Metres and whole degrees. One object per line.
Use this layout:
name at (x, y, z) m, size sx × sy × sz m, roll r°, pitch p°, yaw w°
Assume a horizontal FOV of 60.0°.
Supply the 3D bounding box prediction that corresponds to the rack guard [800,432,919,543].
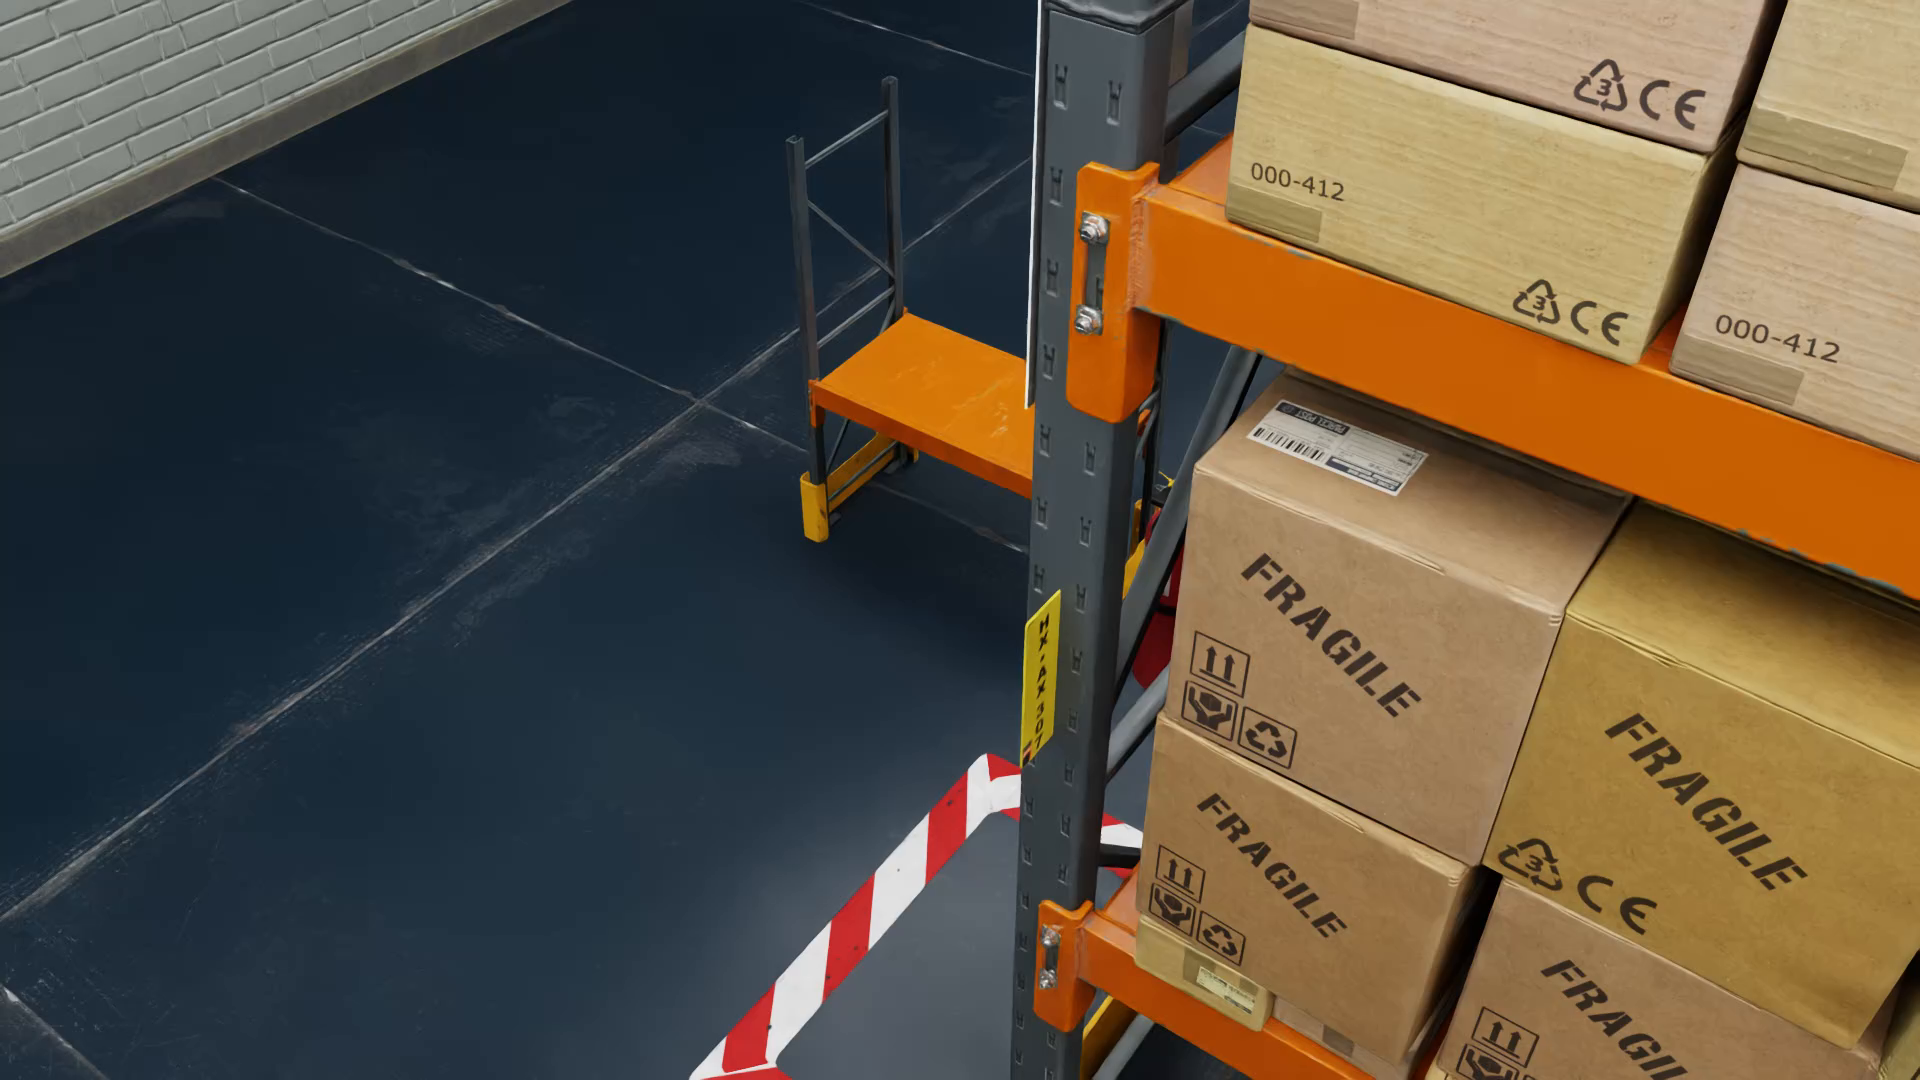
rack guard at (-0.345, -0.255, 5.847) m, size 0.087 × 0.250 × 0.587 m, roll 25°, pitch 48°, yaw 25°

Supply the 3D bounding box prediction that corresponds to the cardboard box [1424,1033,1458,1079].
cardboard box at (0.937, 0.851, 2.738) m, size 0.250 × 0.149 × 0.380 m, roll 24°, pitch 47°, yaw 24°

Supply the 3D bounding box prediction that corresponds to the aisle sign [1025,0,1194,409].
aisle sign at (0.206, -0.586, 2.206) m, size 0.004 × 0.787 × 0.394 m, roll 25°, pitch 48°, yaw 25°

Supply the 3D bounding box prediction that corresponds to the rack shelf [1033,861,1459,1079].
rack shelf at (2.076, 1.281, 2.609) m, size 4.000 × 0.370 × 1.077 m, roll 25°, pitch 48°, yaw 25°

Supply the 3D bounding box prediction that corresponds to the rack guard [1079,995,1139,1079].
rack guard at (0.501, 1.208, 4.025) m, size 0.348 × 0.500 × 1.175 m, roll 25°, pitch 48°, yaw 25°

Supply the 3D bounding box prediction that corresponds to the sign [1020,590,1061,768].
sign at (0.127, 0.221, 2.605) m, size 0.005 × 0.325 × 0.100 m, roll 25°, pitch 48°, yaw 25°

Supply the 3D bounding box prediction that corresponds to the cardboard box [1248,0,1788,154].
cardboard box at (0.657, -0.687, 1.757) m, size 0.500 × 0.250 × 0.500 m, roll 26°, pitch 48°, yaw 26°

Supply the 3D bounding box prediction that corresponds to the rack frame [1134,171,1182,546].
rack frame at (0.486, -0.332, 4.996) m, size 0.032 × 1.500 × 0.500 m, roll 25°, pitch 48°, yaw 25°

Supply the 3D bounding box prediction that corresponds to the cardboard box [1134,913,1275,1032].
cardboard box at (0.515, 0.644, 2.970) m, size 0.250 × 0.149 × 0.380 m, roll 25°, pitch 47°, yaw 25°

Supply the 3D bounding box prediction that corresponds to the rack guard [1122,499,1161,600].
rack guard at (0.470, 0.127, 5.421) m, size 0.087 × 0.250 × 0.587 m, roll 25°, pitch 48°, yaw 25°

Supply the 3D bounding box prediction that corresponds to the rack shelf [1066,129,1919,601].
rack shelf at (2.076, 0.163, 1.608) m, size 4.000 × 0.370 × 1.077 m, roll 25°, pitch 48°, yaw 25°

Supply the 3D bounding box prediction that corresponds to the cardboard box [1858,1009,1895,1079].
cardboard box at (1.494, 0.807, 2.300) m, size 0.500 × 0.500 × 0.500 m, roll 26°, pitch 48°, yaw 26°

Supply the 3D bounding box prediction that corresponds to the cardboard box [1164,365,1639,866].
cardboard box at (0.654, 0.043, 2.404) m, size 0.500 × 0.500 × 0.500 m, roll 25°, pitch 47°, yaw 25°

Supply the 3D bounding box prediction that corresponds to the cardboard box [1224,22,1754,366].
cardboard box at (0.659, -0.503, 1.926) m, size 0.500 × 0.250 × 0.500 m, roll 27°, pitch 48°, yaw 27°

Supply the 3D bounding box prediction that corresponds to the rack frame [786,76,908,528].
rack frame at (-0.346, -0.721, 5.431) m, size 0.032 × 1.500 × 0.500 m, roll 25°, pitch 48°, yaw 25°

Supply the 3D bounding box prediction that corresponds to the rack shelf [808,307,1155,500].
rack shelf at (0.070, -0.392, 5.333) m, size 1.000 × 0.185 × 0.538 m, roll 25°, pitch 48°, yaw 25°

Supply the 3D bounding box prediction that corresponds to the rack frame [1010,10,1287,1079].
rack frame at (0.438, 0.247, 3.224) m, size 0.127 × 3.000 × 1.000 m, roll 25°, pitch 48°, yaw 25°

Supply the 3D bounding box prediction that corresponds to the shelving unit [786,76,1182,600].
shelving unit at (0.062, -0.530, 5.217) m, size 1.083 × 1.500 × 0.587 m, roll 25°, pitch 48°, yaw 25°

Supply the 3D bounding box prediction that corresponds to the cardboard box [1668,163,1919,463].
cardboard box at (1.088, -0.299, 1.698) m, size 0.500 × 0.250 × 0.500 m, roll 27°, pitch 48°, yaw 27°

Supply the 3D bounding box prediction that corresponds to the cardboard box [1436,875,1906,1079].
cardboard box at (1.100, 0.613, 2.518) m, size 0.500 × 0.500 × 0.500 m, roll 25°, pitch 48°, yaw 25°

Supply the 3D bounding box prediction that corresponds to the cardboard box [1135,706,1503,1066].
cardboard box at (0.647, 0.422, 2.731) m, size 0.500 × 0.500 × 0.500 m, roll 27°, pitch 49°, yaw 27°

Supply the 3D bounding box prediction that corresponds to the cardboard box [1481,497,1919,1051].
cardboard box at (1.070, 0.233, 2.192) m, size 0.500 × 0.500 × 0.500 m, roll 26°, pitch 48°, yaw 26°

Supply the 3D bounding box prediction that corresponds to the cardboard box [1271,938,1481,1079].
cardboard box at (0.748, 0.719, 2.886) m, size 0.250 × 0.149 × 0.380 m, roll 27°, pitch 48°, yaw 27°

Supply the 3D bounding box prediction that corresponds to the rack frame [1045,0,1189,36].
rack frame at (0.438, -1.989, 1.224) m, size 0.127 × 3.000 × 1.000 m, roll 25°, pitch 48°, yaw 25°

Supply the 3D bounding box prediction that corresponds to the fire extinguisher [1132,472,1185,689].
fire extinguisher at (0.497, 0.066, 3.764) m, size 0.183 × 0.674 × 0.296 m, roll 25°, pitch 48°, yaw 25°

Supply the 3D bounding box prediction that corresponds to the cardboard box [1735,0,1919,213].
cardboard box at (1.077, -0.492, 1.538) m, size 0.500 × 0.250 × 0.500 m, roll 24°, pitch 47°, yaw 25°
